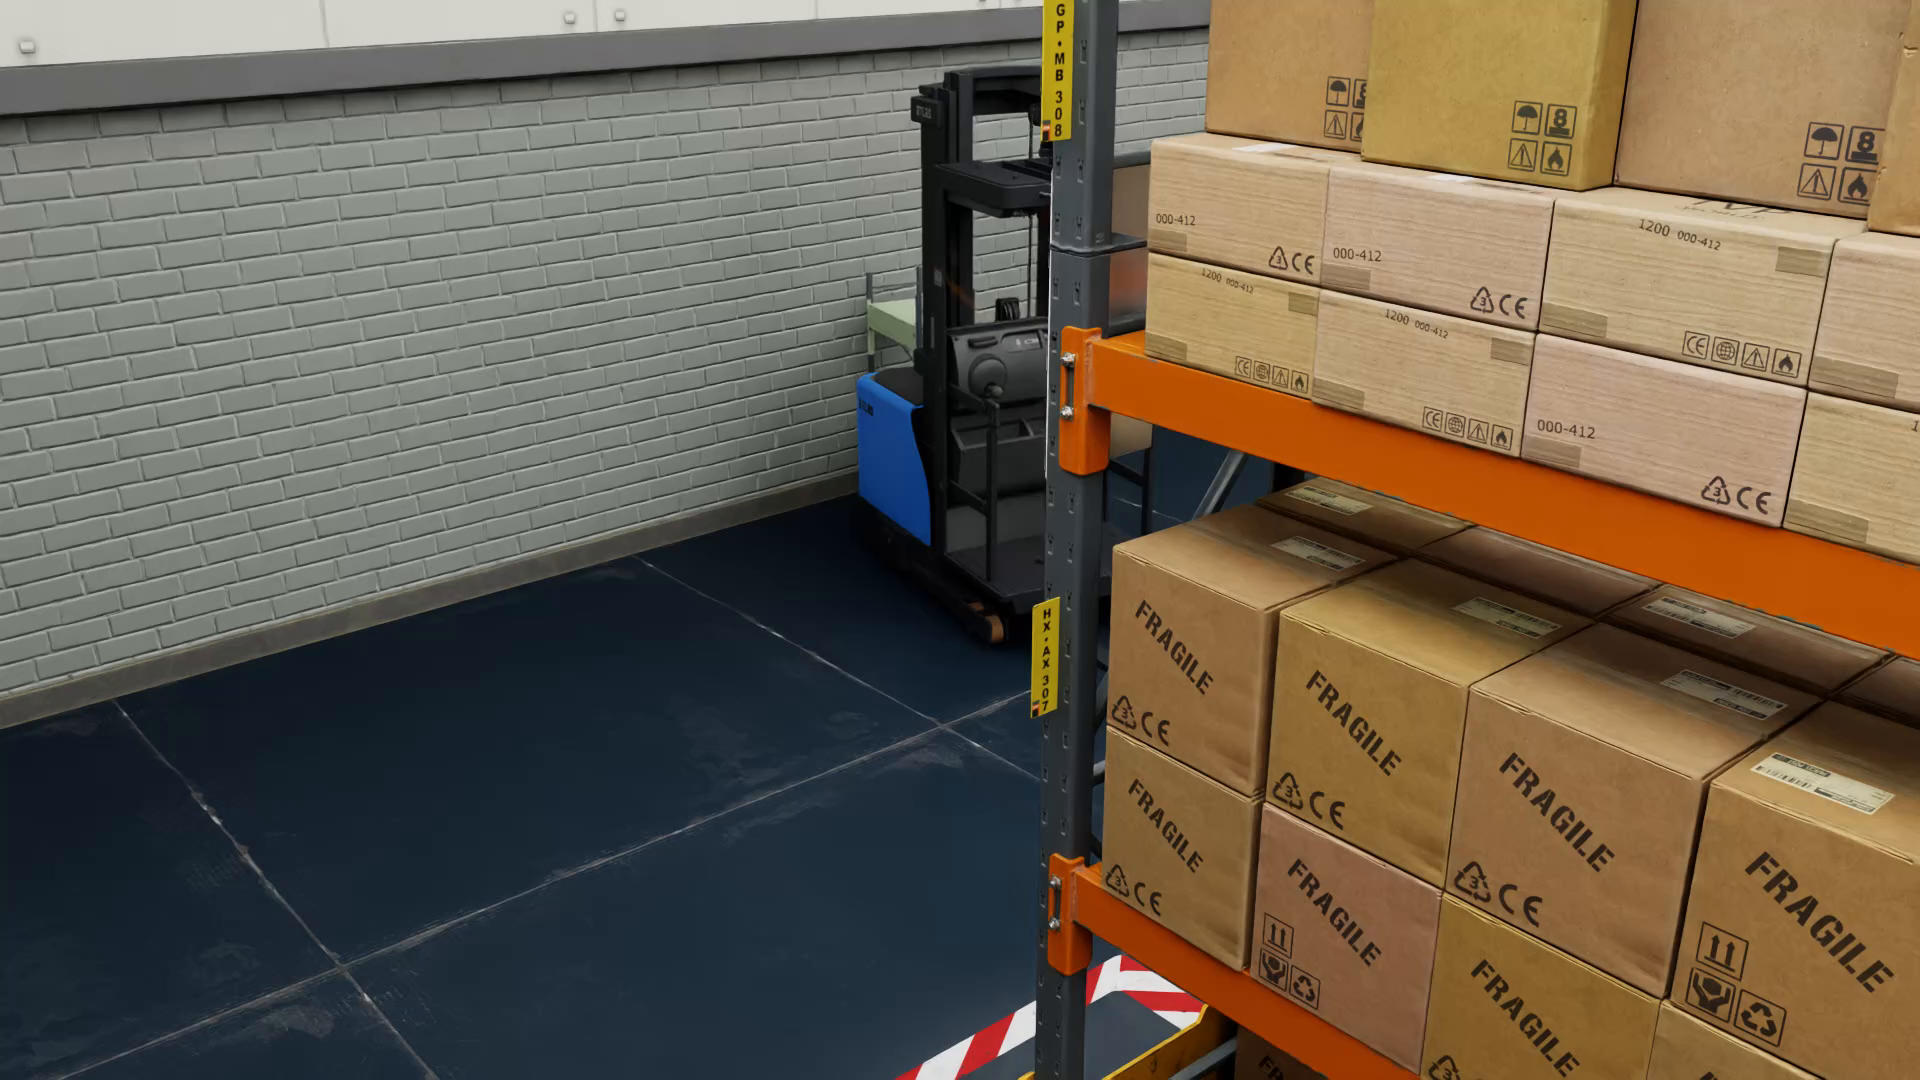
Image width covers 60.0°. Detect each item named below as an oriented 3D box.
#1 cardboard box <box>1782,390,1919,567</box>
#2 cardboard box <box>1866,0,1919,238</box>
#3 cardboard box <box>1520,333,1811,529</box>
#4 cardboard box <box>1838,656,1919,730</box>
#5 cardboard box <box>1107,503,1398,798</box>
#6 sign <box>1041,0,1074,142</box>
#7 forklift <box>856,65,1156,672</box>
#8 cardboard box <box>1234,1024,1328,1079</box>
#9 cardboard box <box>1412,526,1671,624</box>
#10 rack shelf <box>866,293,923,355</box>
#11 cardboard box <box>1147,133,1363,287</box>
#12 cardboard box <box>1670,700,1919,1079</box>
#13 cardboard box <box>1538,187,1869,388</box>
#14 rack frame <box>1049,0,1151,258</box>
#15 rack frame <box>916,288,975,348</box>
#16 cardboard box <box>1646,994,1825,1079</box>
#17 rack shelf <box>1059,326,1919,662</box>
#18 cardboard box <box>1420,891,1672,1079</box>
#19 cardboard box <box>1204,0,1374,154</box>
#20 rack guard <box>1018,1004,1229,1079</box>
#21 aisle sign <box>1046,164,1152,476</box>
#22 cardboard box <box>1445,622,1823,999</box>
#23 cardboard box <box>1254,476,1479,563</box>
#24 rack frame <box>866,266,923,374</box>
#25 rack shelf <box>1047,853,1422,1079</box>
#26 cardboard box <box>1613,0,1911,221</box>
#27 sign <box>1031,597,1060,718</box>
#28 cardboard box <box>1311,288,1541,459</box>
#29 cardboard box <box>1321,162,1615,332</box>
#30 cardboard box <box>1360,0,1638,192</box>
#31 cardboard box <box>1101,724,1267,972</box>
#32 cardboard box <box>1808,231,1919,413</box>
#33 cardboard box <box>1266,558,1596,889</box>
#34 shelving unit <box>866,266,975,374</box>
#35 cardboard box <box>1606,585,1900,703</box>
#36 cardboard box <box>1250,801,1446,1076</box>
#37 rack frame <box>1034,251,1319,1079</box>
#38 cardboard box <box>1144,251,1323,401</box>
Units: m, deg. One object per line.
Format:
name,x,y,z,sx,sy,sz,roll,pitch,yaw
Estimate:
cardboard box,1.757,-0.124,2.779,0.500,0.250,0.500,-17,27,-37
cardboard box,1.912,-0.754,2.676,0.700,0.500,0.500,-17,27,-37
cardboard box,1.425,-0.260,3.128,0.500,0.250,0.500,-17,27,-37
cardboard box,2.145,0.554,3.449,0.500,0.500,0.500,-16,27,-36
cardboard box,0.728,0.258,4.203,0.500,0.500,0.500,-16,27,-36
sign,0.227,-1.089,3.841,0.100,0.325,0.005,-17,27,-37
forklift,0.482,-0.978,8.962,1.130,2.935,3.031,-11,24,-25
cardboard box,1.180,1.636,5.019,0.500,0.500,0.500,-17,27,-37
cardboard box,1.468,0.270,4.174,0.500,0.500,0.500,-17,27,-36
rack shelf,-0.260,-1.317,10.719,0.431,0.370,0.720,-11,24,-25
cardboard box,0.777,-0.771,3.746,0.500,0.250,0.500,-17,27,-37
cardboard box,1.730,0.681,3.125,0.500,0.500,0.500,-18,28,-38
cardboard box,1.429,-0.494,3.040,0.500,0.250,0.500,-17,27,-37
rack frame,0.638,-2.208,3.783,1.000,3.000,0.127,-17,27,-37
rack frame,-0.090,-0.836,10.558,0.400,1.500,0.023,-11,24,-25
cardboard box,1.720,1.143,3.315,0.500,0.500,0.500,-17,27,-37
rack shelf,1.944,0.076,3.050,1.077,0.370,4.000,-17,27,-37
cardboard box,1.395,1.005,3.669,0.500,0.500,0.500,-18,27,-38
cardboard box,0.986,-1.186,3.777,0.700,0.500,0.500,-17,27,-37
rack guard,0.688,1.770,5.279,1.175,0.500,0.348,-17,27,-37
aisle sign,0.371,-0.574,4.273,0.394,0.787,0.004,-17,27,-37
cardboard box,1.398,0.540,3.483,0.500,0.500,0.500,-17,27,-37
cardboard box,1.137,0.131,4.530,0.500,0.500,0.500,-18,28,-38
rack frame,-0.428,-1.072,11.163,0.400,1.500,0.023,-11,24,-25
rack shelf,1.944,1.473,3.597,1.077,0.370,4.000,-17,27,-37
cardboard box,1.656,-0.915,3.085,0.700,0.500,0.500,-17,27,-37
sign,0.227,0.311,4.389,0.100,0.325,0.005,-17,27,-37
cardboard box,1.098,-0.398,3.480,0.500,0.250,0.500,-17,27,-37
cardboard box,1.098,-0.631,3.389,0.500,0.250,0.500,-17,27,-37
cardboard box,1.248,-1.027,3.373,0.700,0.500,0.500,-17,27,-37
cardboard box,0.728,0.724,4.386,0.500,0.500,0.500,-17,27,-36
cardboard box,1.752,-0.355,2.685,0.500,0.250,0.500,-17,27,-37
cardboard box,1.075,0.401,3.839,0.500,0.500,0.500,-17,27,-37
shelving unit,-0.259,-0.954,10.861,0.431,1.500,0.755,-11,24,-25
cardboard box,1.810,0.412,3.811,0.500,0.500,0.500,-17,27,-36
cardboard box,1.069,0.865,4.025,0.500,0.500,0.500,-18,28,-38
rack frame,0.638,0.585,4.877,1.000,3.000,0.127,-17,27,-37
cardboard box,0.781,-0.539,3.840,0.500,0.250,0.500,-17,27,-37
